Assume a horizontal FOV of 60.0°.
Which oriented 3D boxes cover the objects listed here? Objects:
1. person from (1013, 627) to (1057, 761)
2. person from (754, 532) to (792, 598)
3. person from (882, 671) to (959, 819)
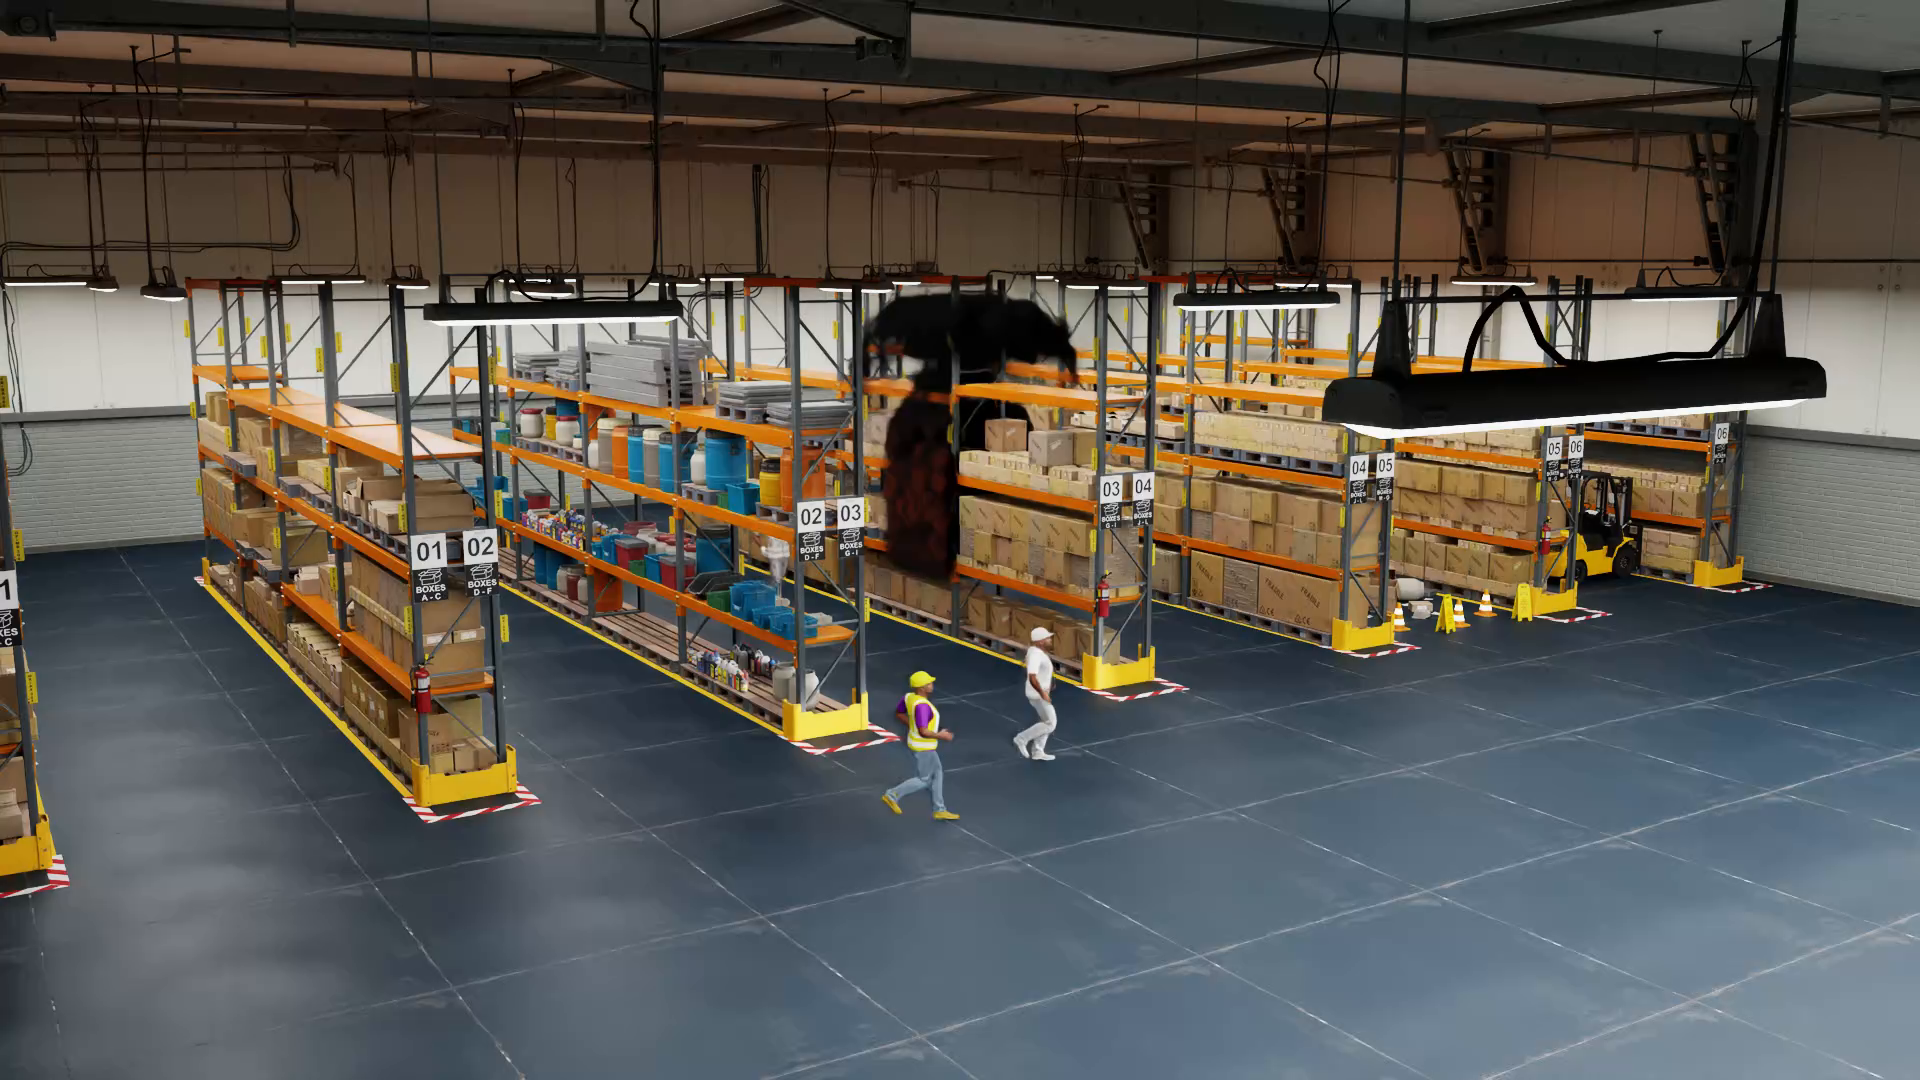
[{"bbox_3d":[0.959,1.960,21.186,0.577,1.736,0.718,-1,10,-3],"label":"person"},{"bbox_3d":[-3.141,0.350,28.812,0.661,1.868,0.724,-8,12,-39],"label":"person"},{"bbox_3d":[-0.453,2.349,18.817,0.915,1.766,0.699,-2,10,-12],"label":"person"}]
